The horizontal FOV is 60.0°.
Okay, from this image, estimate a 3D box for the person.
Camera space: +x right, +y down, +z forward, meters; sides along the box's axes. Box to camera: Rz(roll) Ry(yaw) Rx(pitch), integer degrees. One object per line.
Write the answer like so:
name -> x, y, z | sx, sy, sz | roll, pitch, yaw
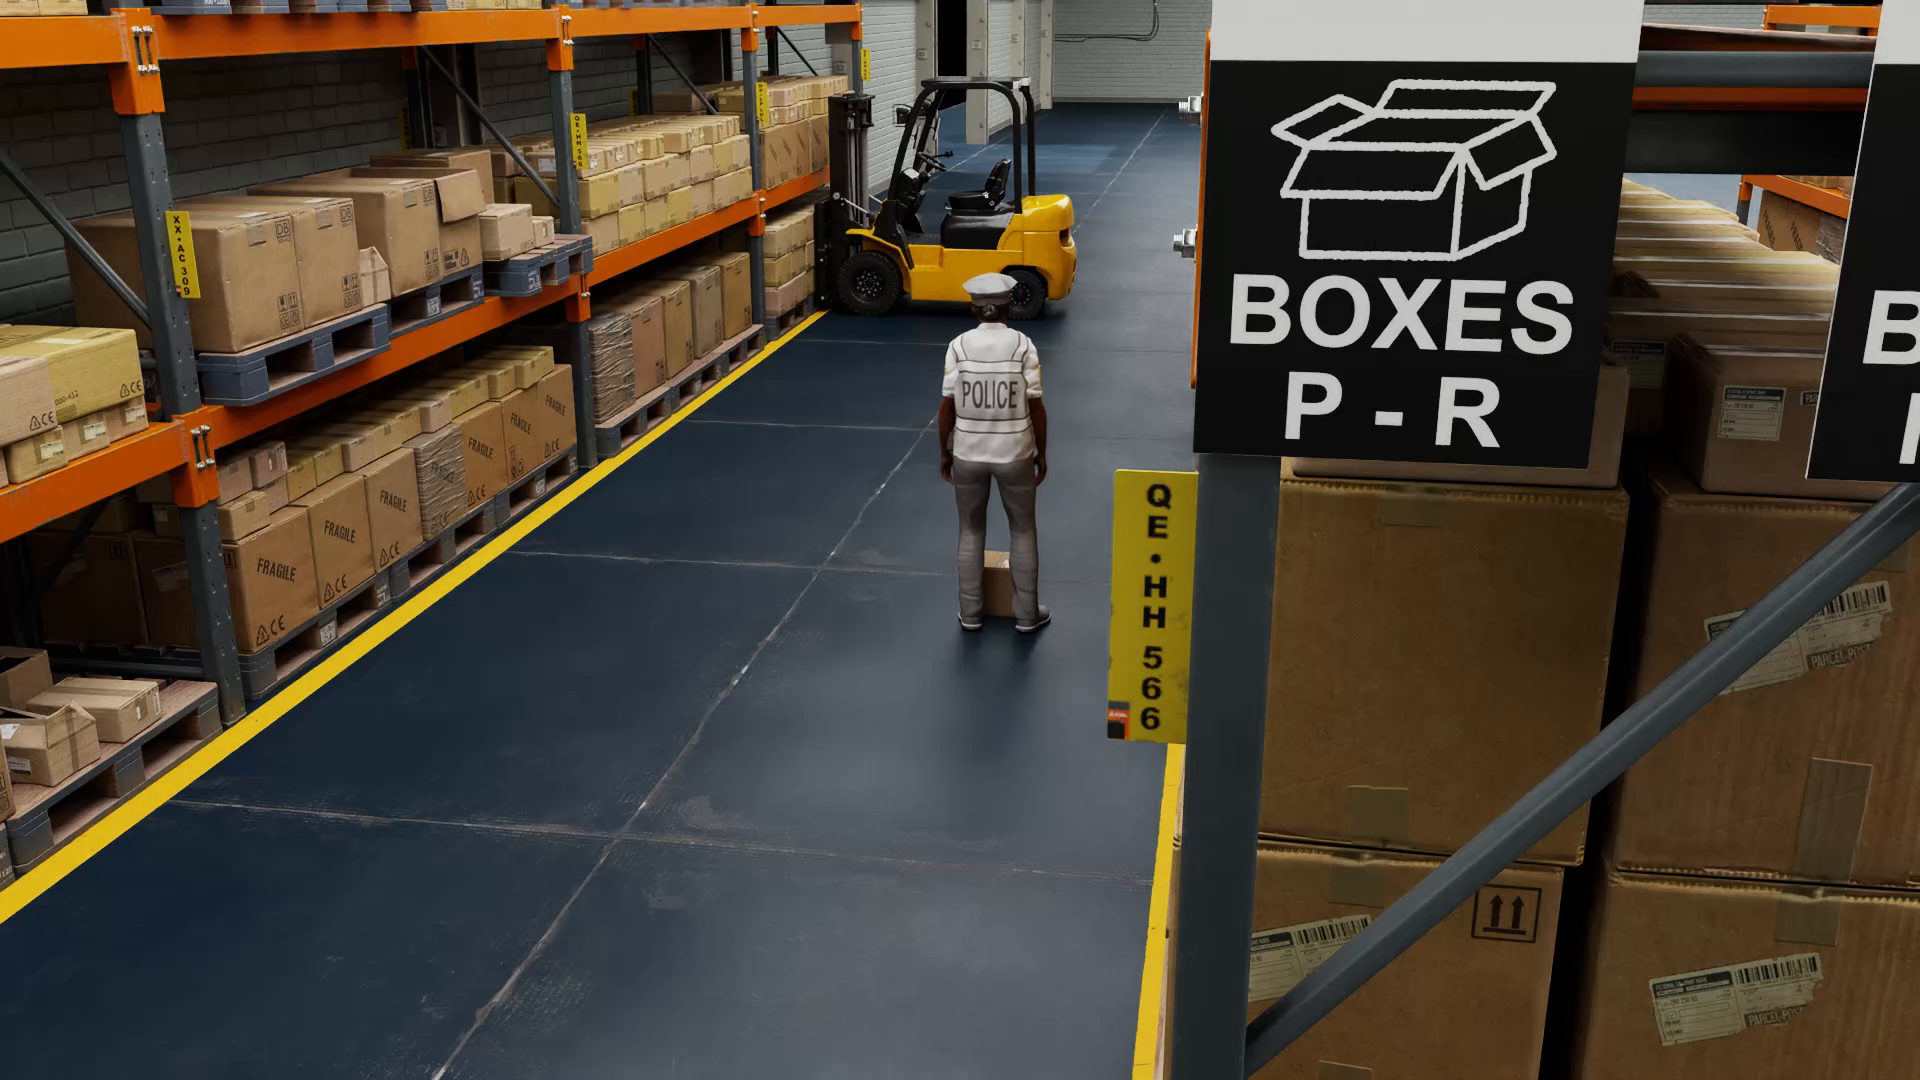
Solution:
person -> 0.169, -0.385, 7.738 | 0.523, 1.660, 0.397 | 2, 18, 7
